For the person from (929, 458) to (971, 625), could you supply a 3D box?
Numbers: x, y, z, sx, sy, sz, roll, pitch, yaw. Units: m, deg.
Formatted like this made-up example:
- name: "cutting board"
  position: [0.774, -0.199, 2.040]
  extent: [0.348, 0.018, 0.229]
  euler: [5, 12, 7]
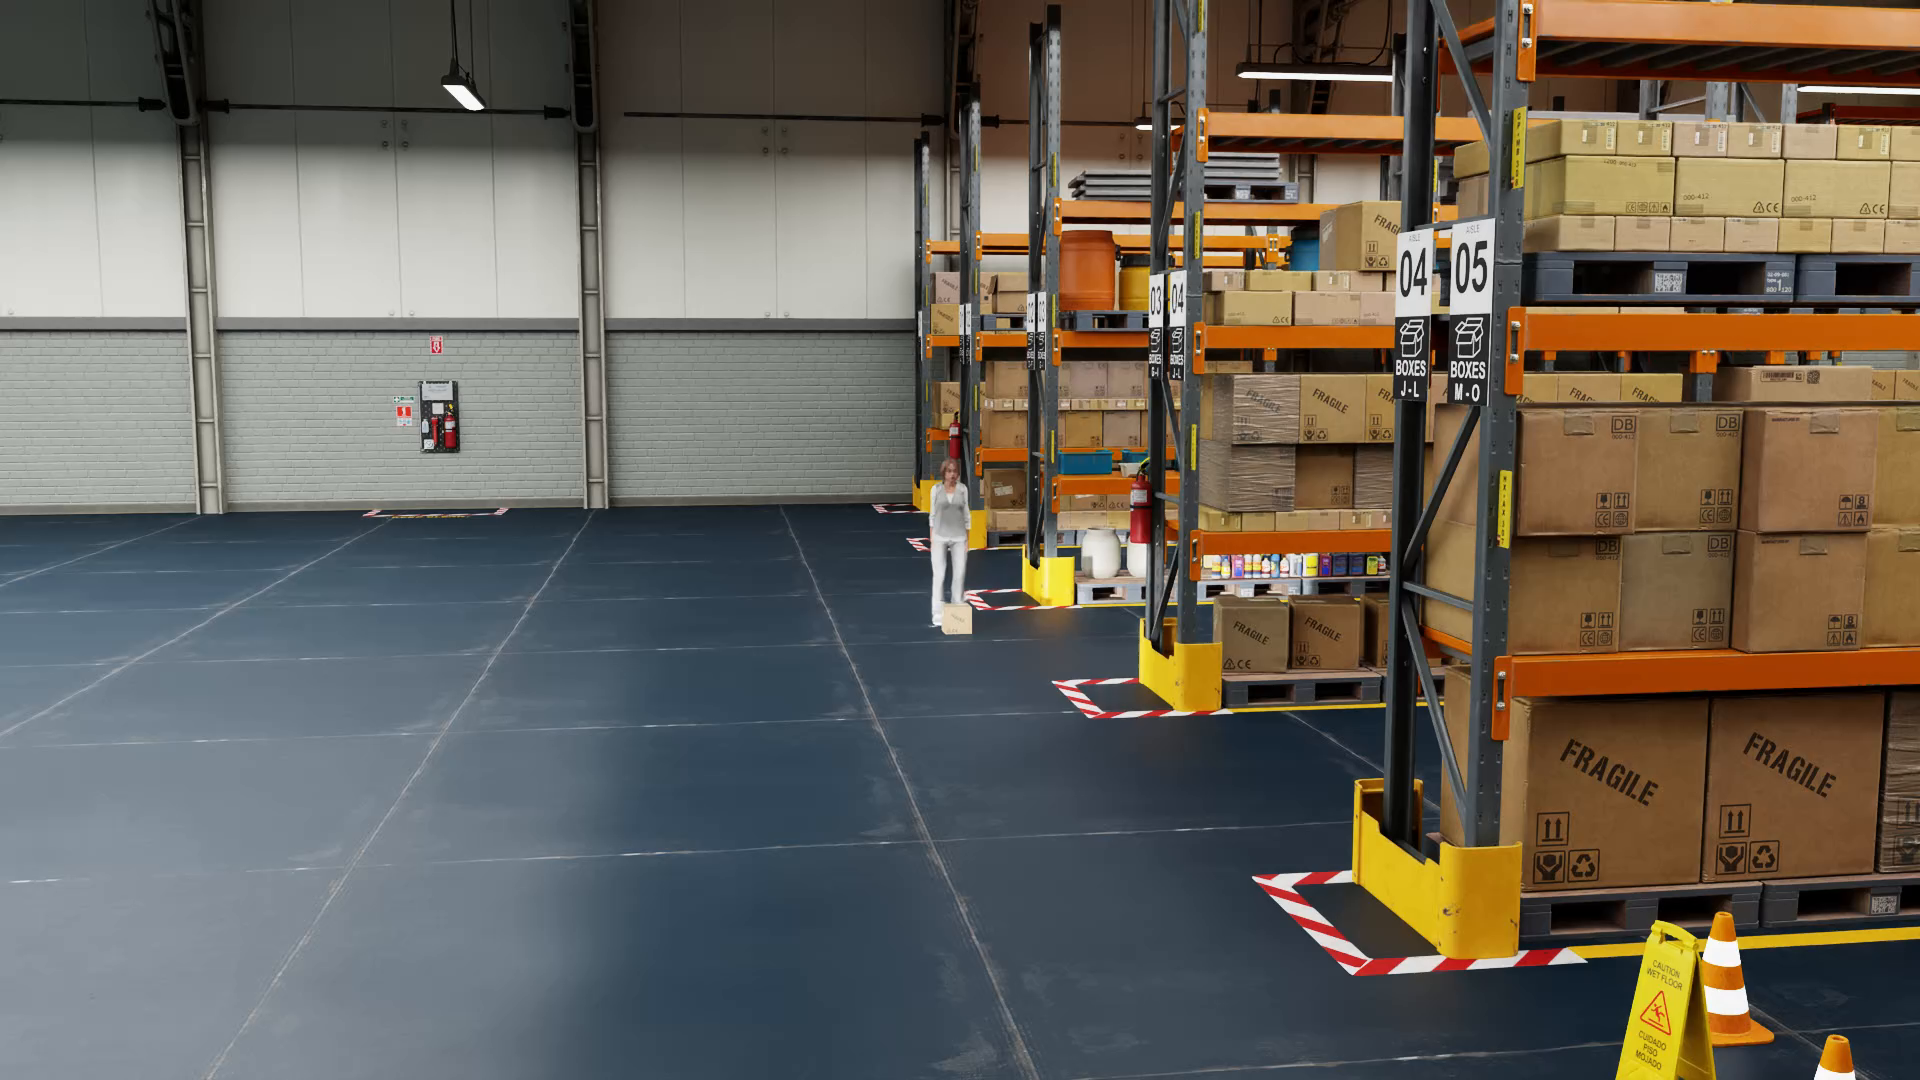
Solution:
- name: "person"
  position: [-0.090, 0.032, 15.915]
  extent: [0.405, 1.606, 0.304]
  euler: [-1, 7, -7]
